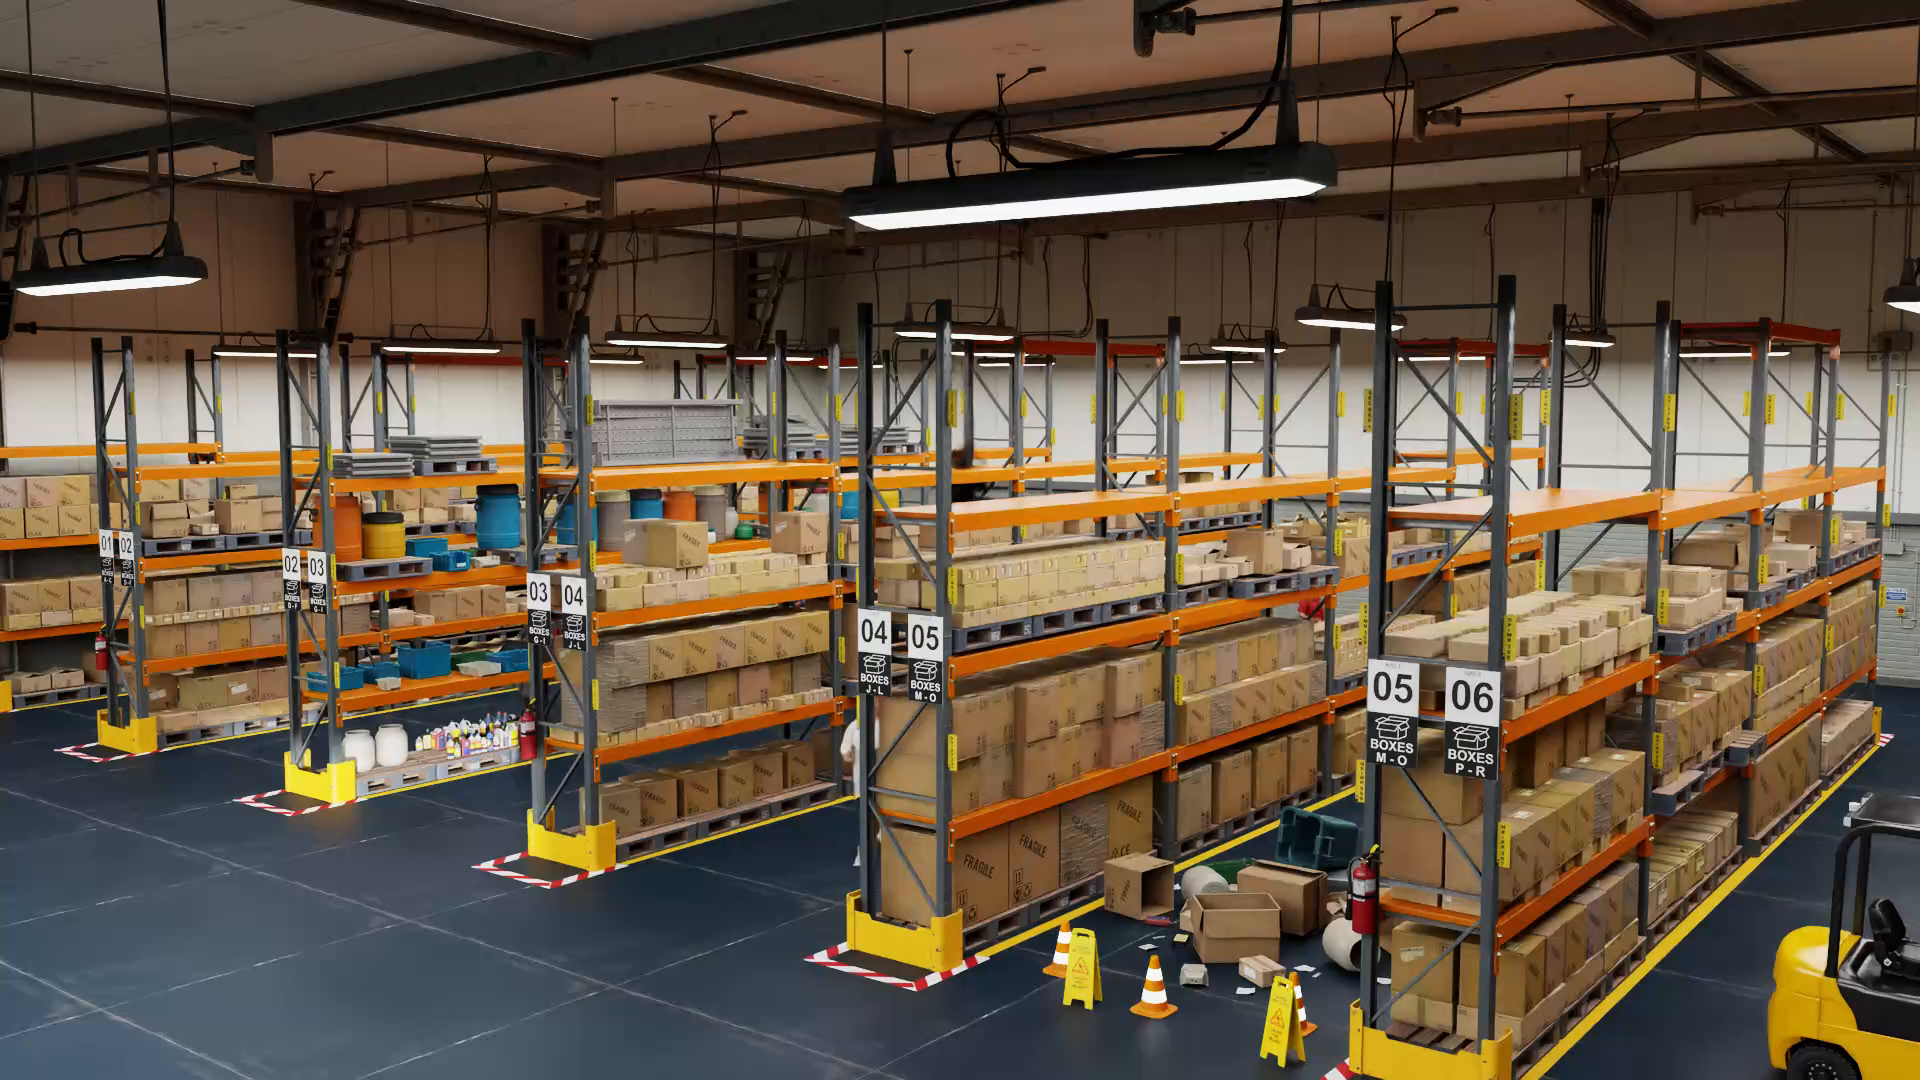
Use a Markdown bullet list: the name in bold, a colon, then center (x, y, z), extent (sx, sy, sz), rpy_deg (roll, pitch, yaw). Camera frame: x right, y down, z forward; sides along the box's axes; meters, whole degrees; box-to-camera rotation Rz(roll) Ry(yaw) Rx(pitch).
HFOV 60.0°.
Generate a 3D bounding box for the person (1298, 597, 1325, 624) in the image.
- **person**: center (6.638, 1.639, 31.233), extent (0.686, 1.657, 0.638), rpy_deg (-4, 7, -40)

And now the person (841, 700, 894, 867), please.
- **person**: center (-0.969, 2.676, 18.665), extent (0.742, 1.836, 1.009), rpy_deg (2, 5, 20)

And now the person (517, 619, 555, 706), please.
- **person**: center (-6.730, 2.062, 25.891), extent (0.647, 1.684, 0.602), rpy_deg (3, 6, 29)
